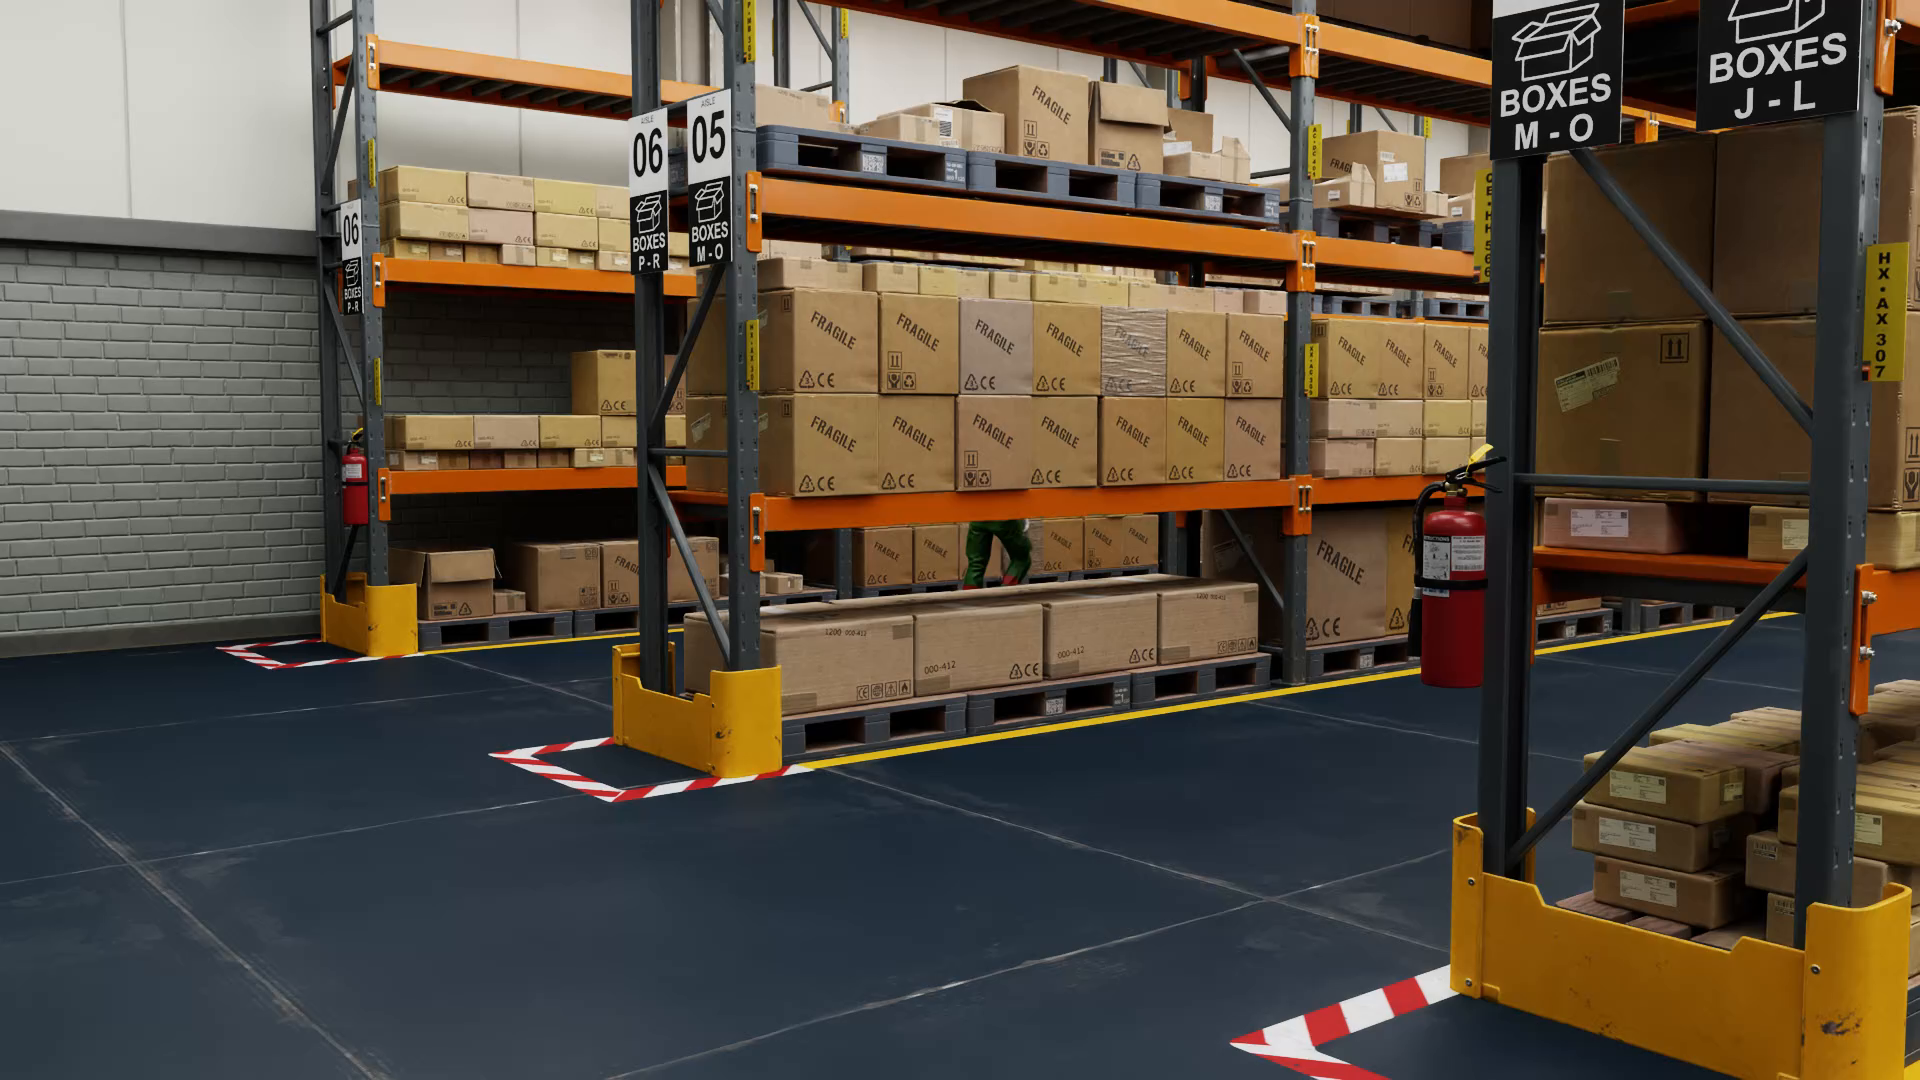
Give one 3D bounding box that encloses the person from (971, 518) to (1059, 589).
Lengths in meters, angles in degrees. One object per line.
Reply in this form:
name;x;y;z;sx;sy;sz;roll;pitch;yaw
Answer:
person;0.478;-0.161;13.036;0.644;1.736;1.087;4;6;43
